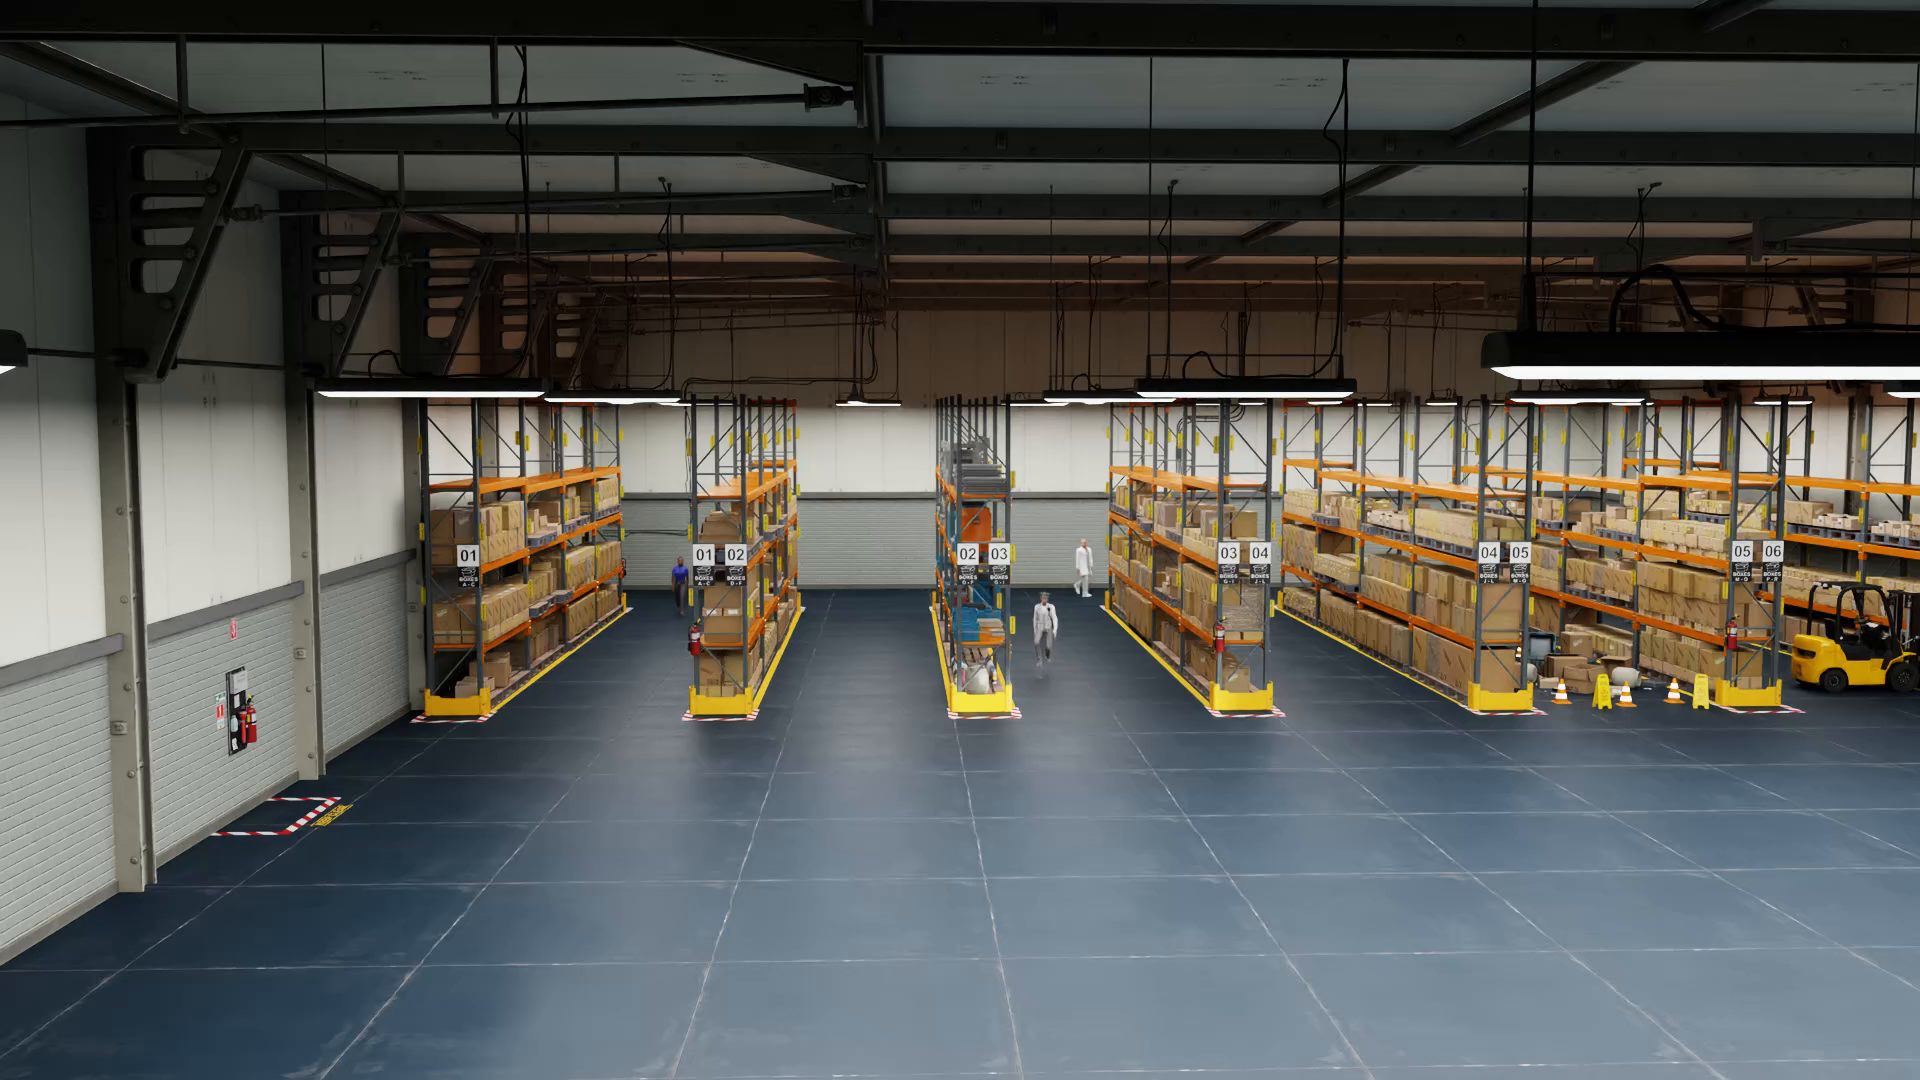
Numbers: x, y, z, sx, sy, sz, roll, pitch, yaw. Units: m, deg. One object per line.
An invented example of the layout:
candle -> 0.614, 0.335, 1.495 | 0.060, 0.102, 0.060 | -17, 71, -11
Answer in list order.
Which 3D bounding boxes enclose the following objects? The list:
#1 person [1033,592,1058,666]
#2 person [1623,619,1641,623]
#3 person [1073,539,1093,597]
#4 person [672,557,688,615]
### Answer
person -> 1.819, 1.886, 35.521 | 0.535, 1.556, 0.665 | 1, 5, 7
person -> 18.053, 1.396, 44.470 | 0.507, 1.660, 0.536 | -3, 5, -35
person -> 3.754, 0.839, 50.656 | 0.792, 1.757, 0.566 | 4, 6, 42
person -> -7.796, 1.259, 46.323 | 0.441, 1.595, 1.045 | 0, 4, -2
